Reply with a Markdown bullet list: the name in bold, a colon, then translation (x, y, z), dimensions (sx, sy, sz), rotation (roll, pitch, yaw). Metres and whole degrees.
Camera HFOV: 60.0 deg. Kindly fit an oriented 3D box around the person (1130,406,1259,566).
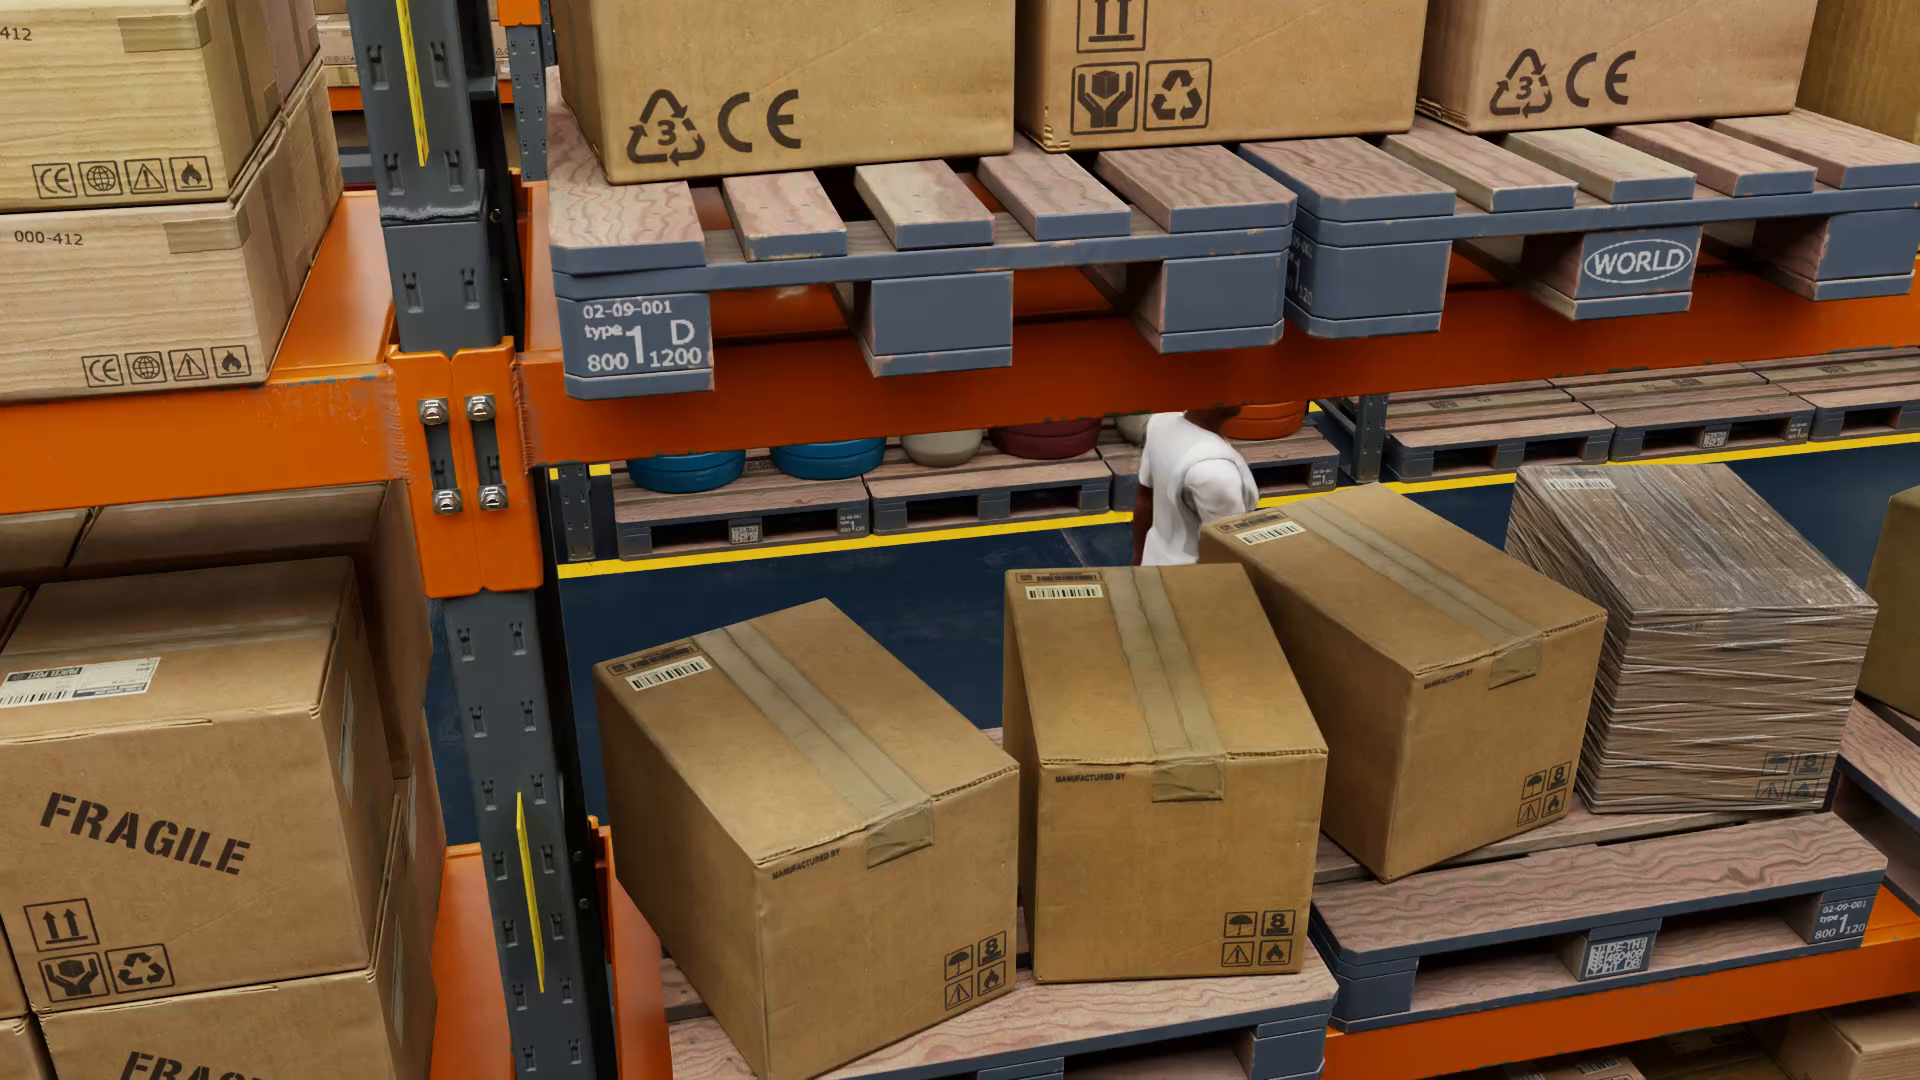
- **person**: translation (0.889, 0.150, 5.773), dimensions (0.880, 1.763, 0.569), rotation (-3, 27, -5)
